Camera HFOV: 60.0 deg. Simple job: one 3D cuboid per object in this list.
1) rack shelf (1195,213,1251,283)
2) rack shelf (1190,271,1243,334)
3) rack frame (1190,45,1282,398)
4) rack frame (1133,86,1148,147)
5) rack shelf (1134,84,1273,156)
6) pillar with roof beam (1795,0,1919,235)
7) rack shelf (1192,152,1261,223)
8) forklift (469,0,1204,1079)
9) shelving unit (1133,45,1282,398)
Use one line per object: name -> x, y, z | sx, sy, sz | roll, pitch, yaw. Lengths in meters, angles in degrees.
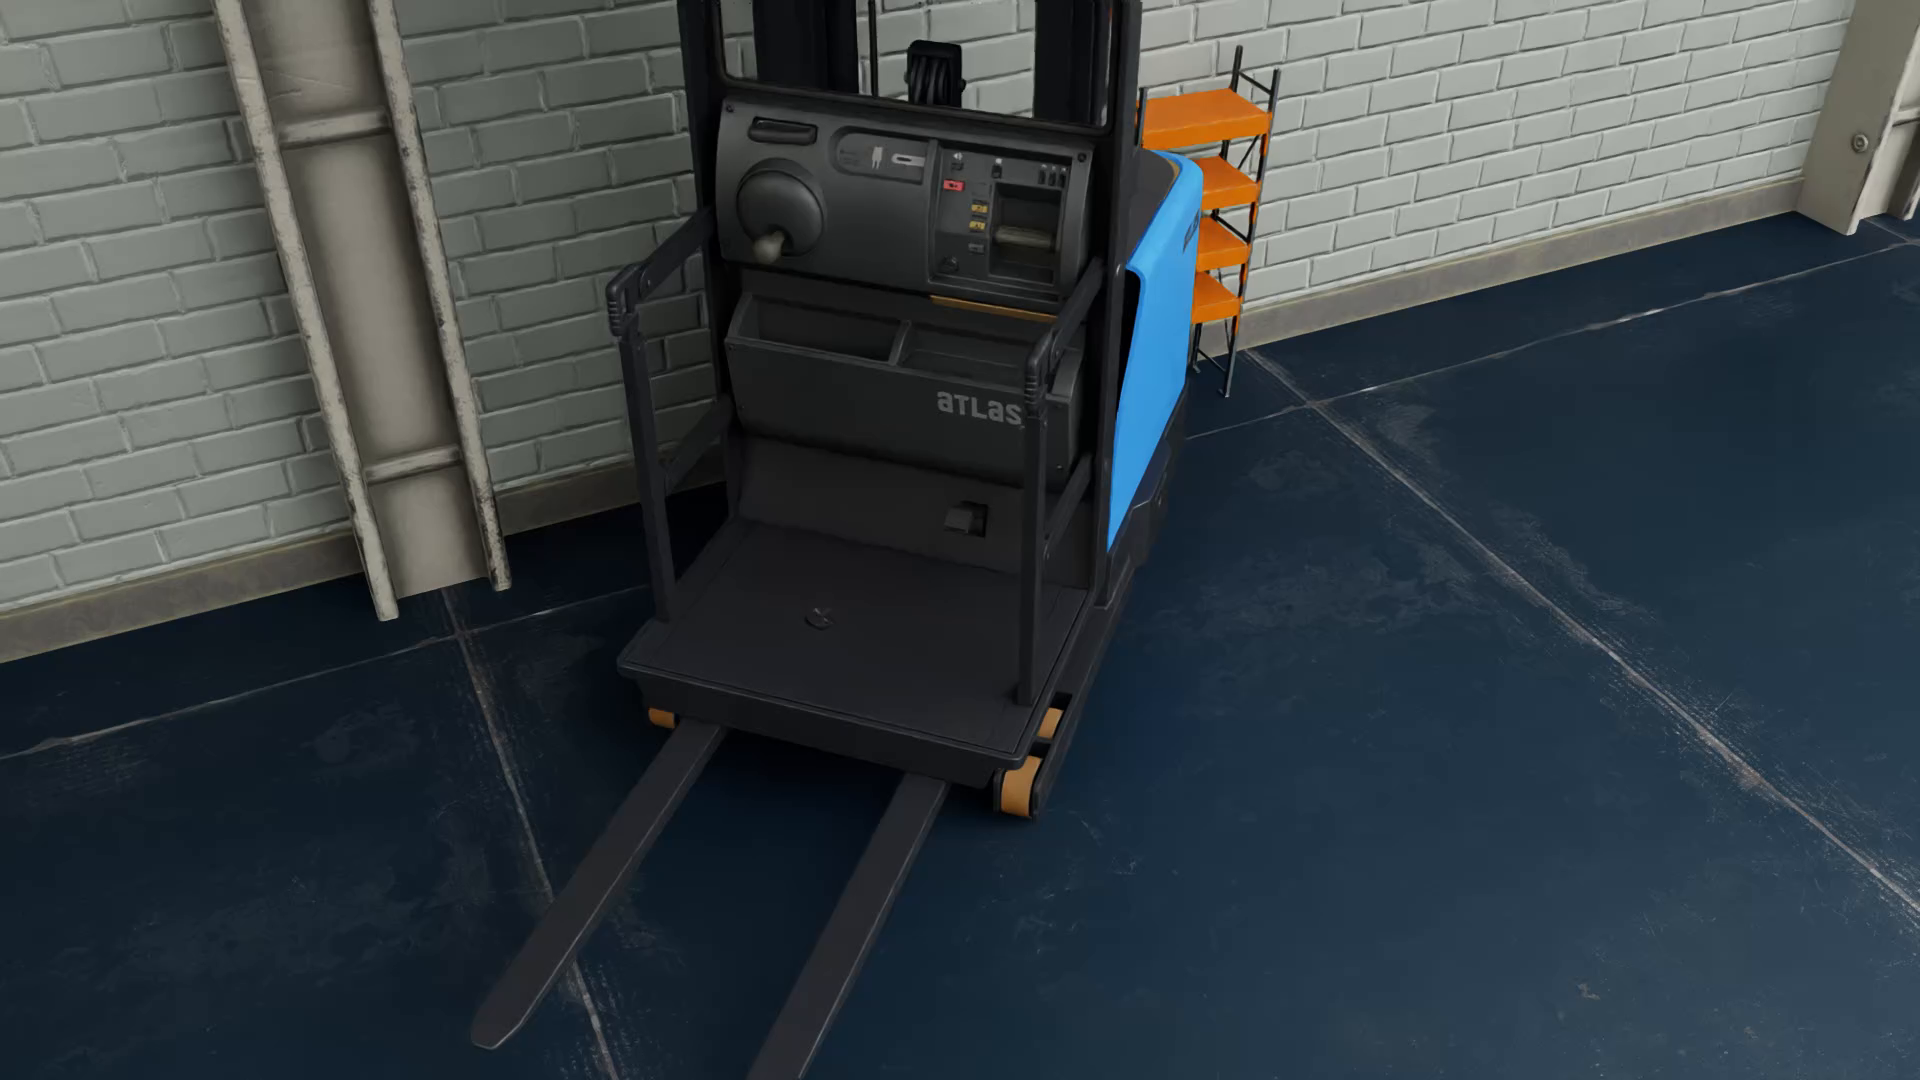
rack shelf -> 0.704, -0.950, 5.616 | 0.480, 0.148, 0.258 | -14, 39, -22
rack shelf -> 0.696, -0.790, 5.733 | 0.480, 0.148, 0.258 | -14, 39, -22
rack frame -> 0.928, -1.058, 5.666 | 0.015, 1.200, 0.240 | -14, 39, -22
rack frame -> 0.487, -0.950, 5.486 | 0.015, 1.200, 0.240 | -14, 39, -22
rack shelf -> 0.725, -1.321, 5.345 | 0.480, 0.148, 0.258 | -14, 39, -22
pillar with roof beam -> 5.657, -2.701, 1.338 | 0.400, 9.000, 9.100 | -16, 39, -20
rack shelf -> 0.714, -1.130, 5.484 | 0.480, 0.148, 0.258 | -14, 39, -22
forklift -> -0.214, -0.739, 3.785 | 1.130, 2.935, 3.031 | 12, 38, 15
shelving unit -> 0.707, -1.004, 5.576 | 0.503, 1.200, 0.258 | -14, 39, -22
